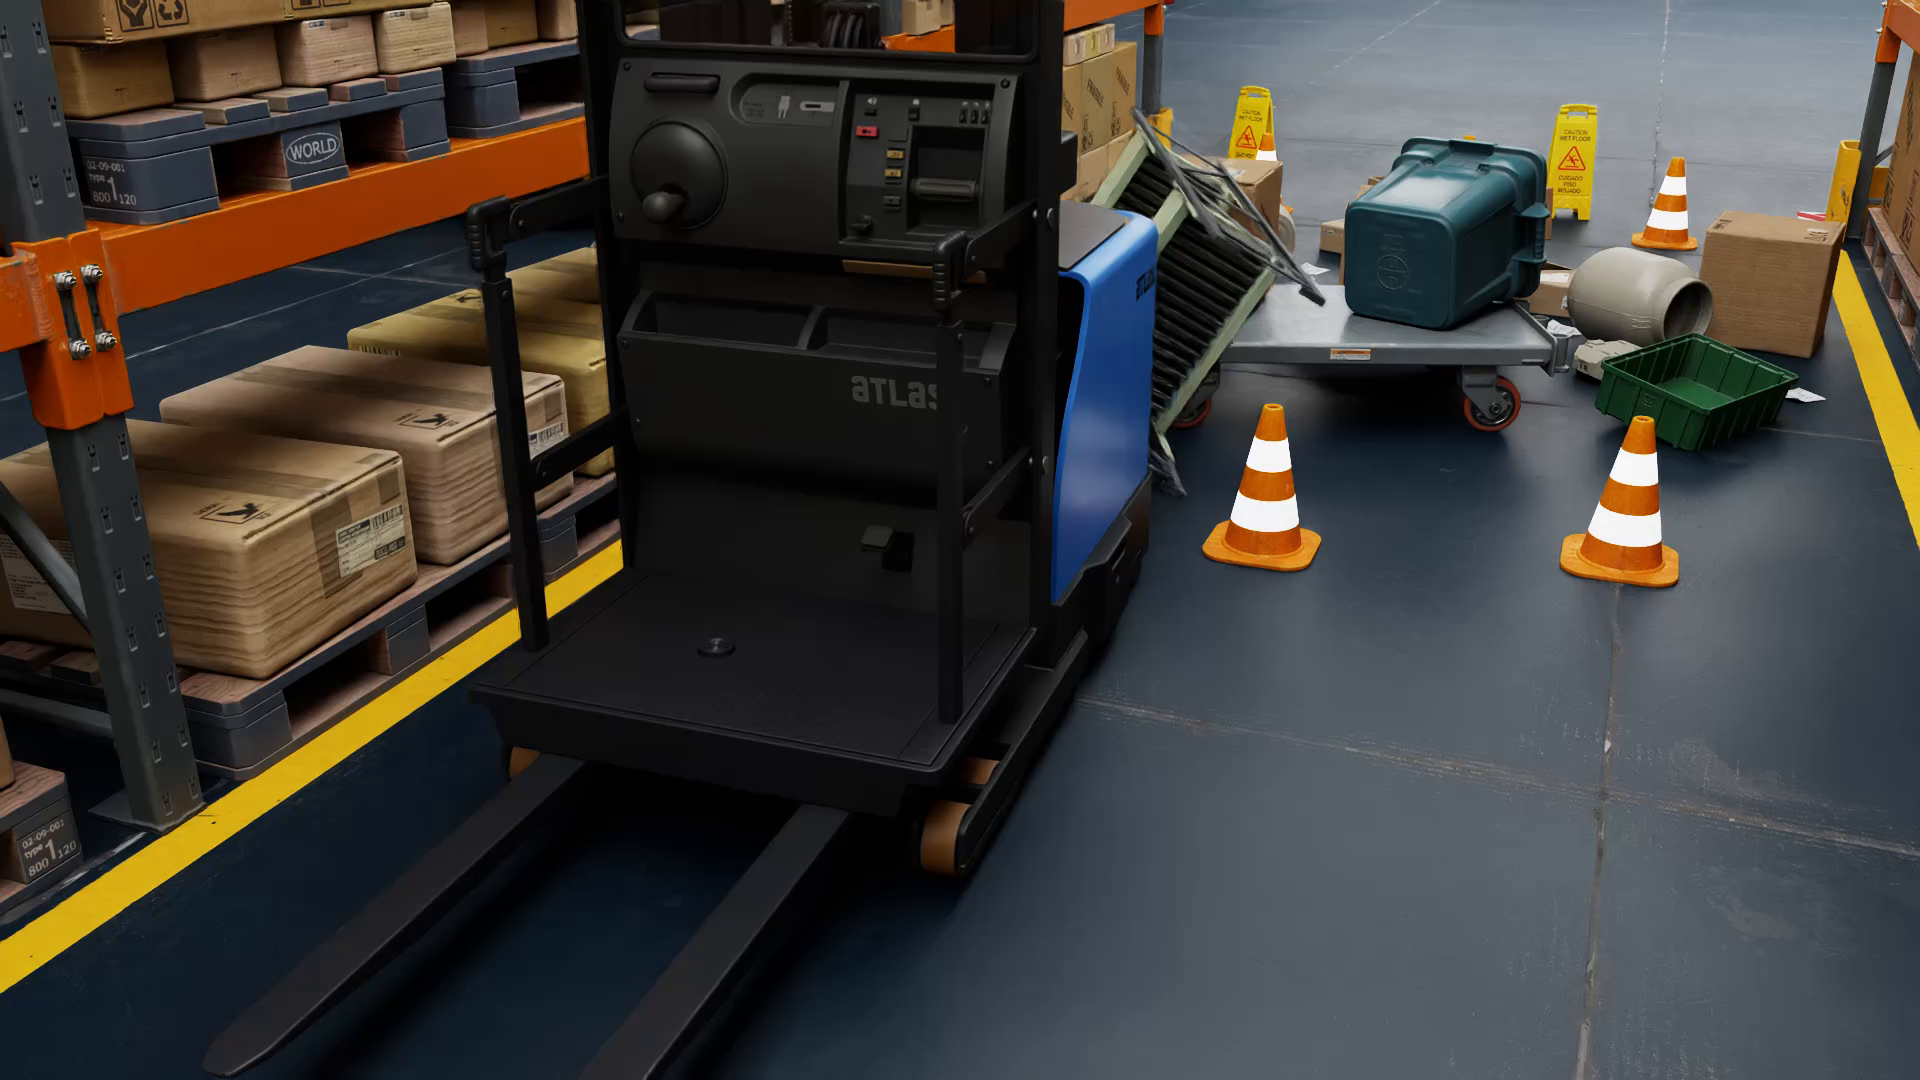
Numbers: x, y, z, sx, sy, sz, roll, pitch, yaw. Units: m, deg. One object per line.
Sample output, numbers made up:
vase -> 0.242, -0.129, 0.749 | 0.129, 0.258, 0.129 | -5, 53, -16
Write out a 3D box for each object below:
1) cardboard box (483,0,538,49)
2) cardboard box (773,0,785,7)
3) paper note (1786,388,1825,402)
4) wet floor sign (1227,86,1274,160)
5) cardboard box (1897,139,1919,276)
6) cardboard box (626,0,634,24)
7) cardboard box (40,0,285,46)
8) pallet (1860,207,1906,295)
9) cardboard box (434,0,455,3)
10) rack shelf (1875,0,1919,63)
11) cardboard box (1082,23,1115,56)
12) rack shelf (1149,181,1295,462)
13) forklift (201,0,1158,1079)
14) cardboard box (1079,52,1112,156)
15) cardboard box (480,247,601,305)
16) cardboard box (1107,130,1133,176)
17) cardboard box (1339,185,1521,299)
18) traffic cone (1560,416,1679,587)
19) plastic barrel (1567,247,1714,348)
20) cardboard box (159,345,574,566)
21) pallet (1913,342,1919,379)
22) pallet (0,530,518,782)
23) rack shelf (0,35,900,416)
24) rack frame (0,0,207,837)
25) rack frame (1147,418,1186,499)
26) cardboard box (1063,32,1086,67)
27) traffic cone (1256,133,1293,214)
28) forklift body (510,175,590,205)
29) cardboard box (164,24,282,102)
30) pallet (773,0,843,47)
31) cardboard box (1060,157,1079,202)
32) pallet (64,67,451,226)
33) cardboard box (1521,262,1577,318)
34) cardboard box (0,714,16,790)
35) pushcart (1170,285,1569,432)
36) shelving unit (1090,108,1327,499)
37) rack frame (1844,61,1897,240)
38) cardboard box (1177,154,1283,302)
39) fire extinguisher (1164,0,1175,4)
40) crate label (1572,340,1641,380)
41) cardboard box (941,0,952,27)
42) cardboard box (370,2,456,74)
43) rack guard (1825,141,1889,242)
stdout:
cardboard box -> -1.421, -1.477, 4.675 | 0.380, 0.149, 0.250 | 10, 25, 22
cardboard box -> -0.828, -1.918, 5.732 | 0.380, 0.149, 0.250 | 8, 24, 19
paper note -> 3.326, -0.581, 6.601 | 0.147, 0.020, 0.142 | -7, 24, -17
wet floor sign -> 1.833, -2.513, 10.430 | 0.267, 0.644, 0.232 | 19, 29, 38
cardboard box -> 4.887, -1.658, 7.540 | 0.875, 0.875, 0.875 | 8, 24, 19
cardboard box -> -1.237, -1.665, 5.125 | 0.380, 0.149, 0.250 | 8, 24, 18
cardboard box -> -1.820, -1.327, 3.475 | 0.500, 0.500, 0.500 | 8, 24, 19
pallet -> 5.178, -1.428, 8.395 | 1.003, 0.211, 1.213 | 9, 24, 20
cardboard box -> -1.442, -1.706, 4.381 | 0.500, 0.500, 0.500 | 9, 24, 21
rack shelf -> 4.660, -1.965, 6.995 | 1.077, 0.370, 4.000 | 9, 24, 20
cardboard box -> 0.640, -2.790, 9.246 | 0.380, 0.149, 0.250 | 10, 24, 22
rack shelf -> 0.689, -0.703, 5.371 | 0.431, 0.720, 0.370 | 27, 23, -17
forklift -> -0.398, -0.811, 3.390 | 1.130, 2.935, 3.031 | 8, 24, 18
cardboard box -> 0.523, -2.445, 9.260 | 0.500, 0.500, 0.500 | 10, 25, 22
cardboard box -> -1.173, -0.789, 6.111 | 0.950, 0.372, 0.625 | 10, 25, 23
cardboard box -> 0.710, -2.273, 9.824 | 0.500, 0.250, 0.500 | 9, 24, 20
cardboard box -> 2.128, -1.269, 7.458 | 0.797, 0.637, 0.503 | 9, 24, 20
traffic cone -> 2.017, -0.147, 5.001 | 0.336, 0.463, 0.334 | 9, 24, 20
plastic barrel -> 2.914, -1.018, 7.137 | 0.421, 0.421, 0.512 | -12, 25, -26
cardboard box -> -1.716, -0.269, 4.867 | 0.950, 0.372, 0.625 | 8, 24, 19
pallet -> 4.272, -0.555, 6.305 | 1.003, 0.211, 1.213 | 9, 24, 20
pallet -> -1.911, 0.185, 4.533 | 1.003, 0.211, 1.213 | 9, 24, 20
rack shelf -> -1.459, -1.206, 5.178 | 1.077, 0.370, 4.000 | 9, 24, 20
rack frame -> -2.202, -0.822, 3.326 | 1.000, 3.000, 0.127 | 9, 24, 20
rack frame -> 0.477, -0.576, 5.794 | 0.400, 0.023, 1.500 | 27, 23, -17
cardboard box -> 0.444, -2.607, 8.807 | 0.380, 0.149, 0.250 | 10, 25, 22
traffic cone -> 1.807, -2.176, 9.858 | 0.336, 0.463, 0.334 | 9, 24, 20
forklift body -> -2.851, -3.063, 9.792 | 2.313, 2.155, 1.214 | 9, 24, 20
cardboard box -> -1.773, -1.086, 3.739 | 0.380, 0.149, 0.250 | 7, 24, 17
pallet -> -1.135, -1.912, 6.185 | 1.003, 0.211, 1.213 | 9, 24, 20
cardboard box -> 0.330, -1.910, 8.953 | 0.500, 0.250, 0.500 | 8, 24, 18
pallet -> -2.036, -1.004, 4.010 | 1.213, 0.211, 1.003 | 9, 24, 20
cardboard box -> 2.845, -1.198, 7.774 | 0.396, 0.266, 0.258 | 13, 26, 29
cardboard box -> -2.536, 0.200, 3.091 | 0.875, 0.875, 0.875 | 9, 24, 20
pushcart -> 1.419, -0.735, 6.520 | 1.648, 0.377, 0.936 | 1, 23, 2
shelving unit -> 0.667, -0.858, 5.657 | 0.431, 0.755, 1.500 | 27, 23, -17
rack frame -> 5.403, -3.012, 8.570 | 1.000, 3.000, 0.127 | 9, 24, 20
cardboard box -> 0.947, -1.205, 6.504 | 0.500, 0.500, 0.500 | 9, 24, 20
fire extinguisher -> 1.240, -3.624, 10.135 | 0.296, 0.674, 0.183 | 9, 24, 20
crate label -> 2.678, -0.729, 6.817 | 0.298, 0.136, 0.250 | -7, 24, -17
cardboard box -> -0.256, -2.302, 7.196 | 0.380, 0.149, 0.250 | 10, 24, 22
cardboard box -> -1.507, -1.273, 4.186 | 0.380, 0.149, 0.250 | 9, 24, 20
rack guard -> 5.412, -1.867, 9.072 | 1.175, 0.500, 0.348 | 9, 24, 20
